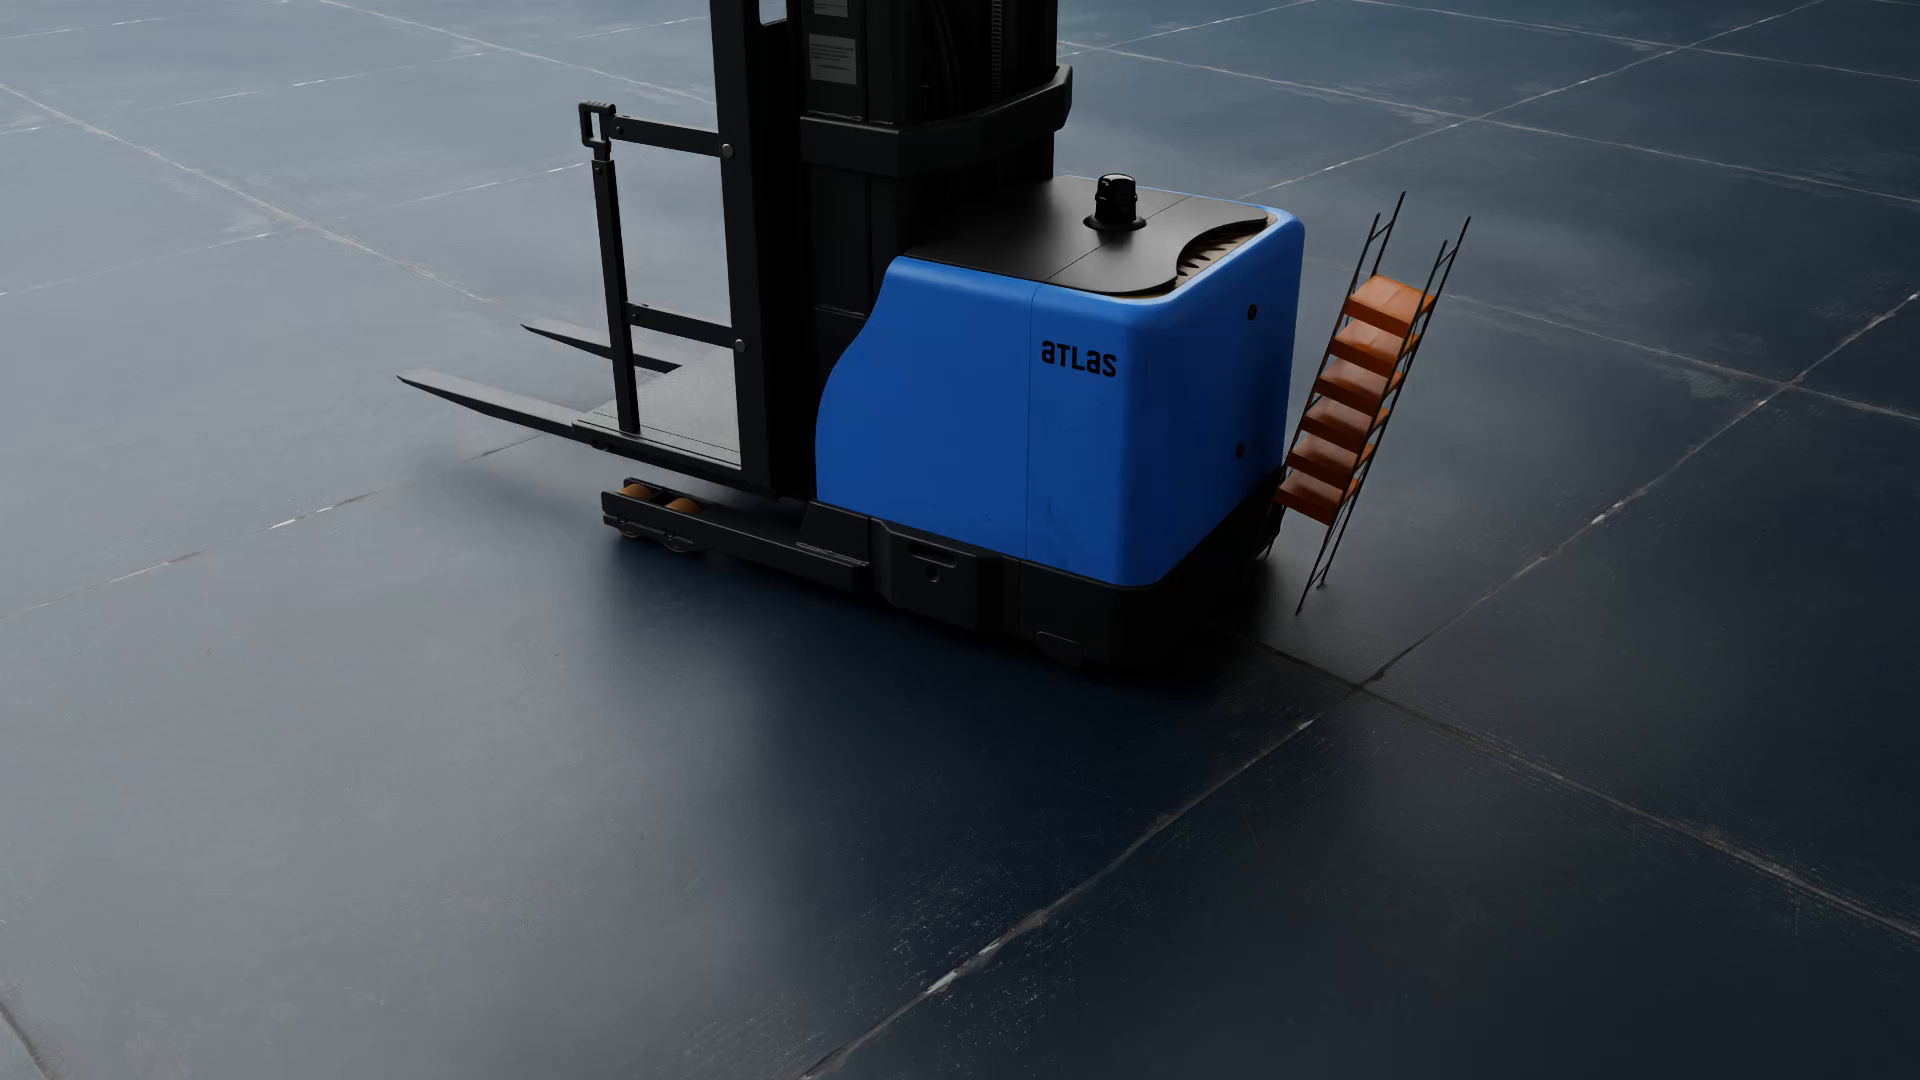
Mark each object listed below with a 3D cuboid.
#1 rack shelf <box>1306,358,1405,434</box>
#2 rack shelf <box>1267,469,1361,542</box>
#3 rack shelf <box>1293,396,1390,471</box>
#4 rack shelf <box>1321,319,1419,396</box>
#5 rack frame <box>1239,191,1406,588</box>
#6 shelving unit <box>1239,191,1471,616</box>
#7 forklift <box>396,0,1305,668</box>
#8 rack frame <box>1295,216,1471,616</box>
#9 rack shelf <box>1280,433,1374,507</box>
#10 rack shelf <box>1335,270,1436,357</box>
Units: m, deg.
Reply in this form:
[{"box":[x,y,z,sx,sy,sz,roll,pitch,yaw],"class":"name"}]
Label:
[{"box":[1.093,-0.414,4.578,0.180,0.103,0.258,27,36,19],"class":"rack shelf"},{"box":[1.021,-0.124,4.777,0.180,0.103,0.258,27,36,19],"class":"rack shelf"},{"box":[1.069,-0.317,4.644,0.180,0.103,0.258,27,36,19],"class":"rack shelf"},{"box":[1.117,-0.511,4.511,0.180,0.103,0.258,27,36,19],"class":"rack shelf"},{"box":[1.001,-0.393,4.649,0.006,1.200,0.240,27,36,19],"class":"rack frame"},{"box":[1.078,-0.353,4.619,0.189,1.200,0.258,27,36,19],"class":"shelving unit"},{"box":[-0.532,-1.449,4.856,3.031,2.935,1.130,16,32,28],"class":"forklift"},{"box":[1.155,-0.314,4.590,0.006,1.200,0.240,27,36,19],"class":"rack frame"},{"box":[1.045,-0.221,4.711,0.180,0.103,0.258,27,36,19],"class":"rack shelf"},{"box":[1.141,-0.608,4.444,0.180,0.103,0.258,27,36,19],"class":"rack shelf"}]
